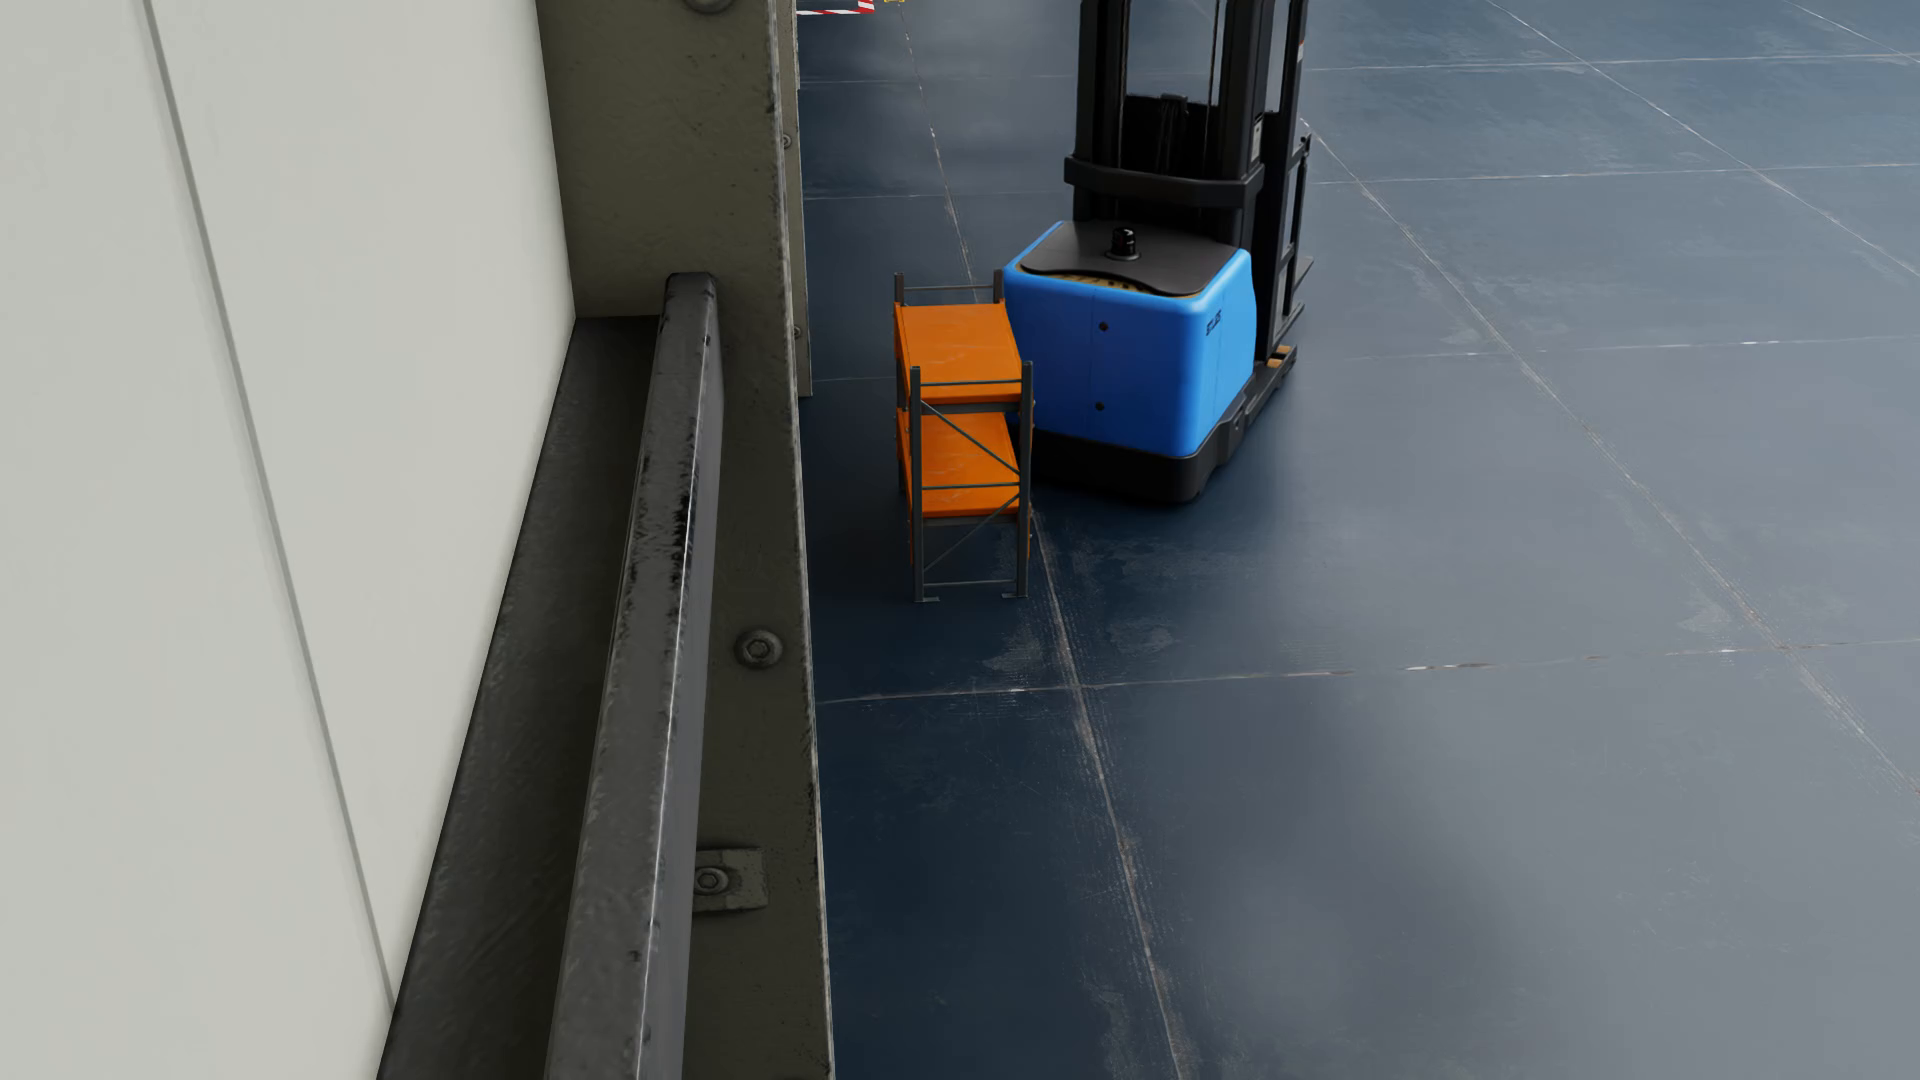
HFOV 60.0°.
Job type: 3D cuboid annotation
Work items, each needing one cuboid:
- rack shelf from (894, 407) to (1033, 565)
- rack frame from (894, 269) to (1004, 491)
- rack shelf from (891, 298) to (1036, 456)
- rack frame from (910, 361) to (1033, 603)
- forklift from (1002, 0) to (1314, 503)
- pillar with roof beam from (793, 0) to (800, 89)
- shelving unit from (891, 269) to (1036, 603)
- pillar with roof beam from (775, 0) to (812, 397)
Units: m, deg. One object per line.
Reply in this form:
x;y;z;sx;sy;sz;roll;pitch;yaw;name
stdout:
-0.003;-0.275;7.589;0.538;0.278;1.000;-3;31;-5;rack shelf
-0.050;-0.744;7.898;0.500;1.125;0.032;-3;31;-5;rack frame
-0.002;-0.736;7.314;0.538;0.278;1.000;-3;31;-5;rack shelf
0.045;-0.225;7.029;0.500;1.125;0.032;-3;31;-5;rack frame
1.235;-2.174;8.531;1.130;2.935;3.031;13;33;21;forklift
2.747;-8.012;12.388;9.100;9.000;0.400;-3;31;-5;pillar with roof beam
-0.002;-0.485;7.464;0.538;1.125;1.048;-3;31;-5;shelving unit
3.308;-4.948;7.259;9.100;9.000;0.400;-3;31;-5;pillar with roof beam
